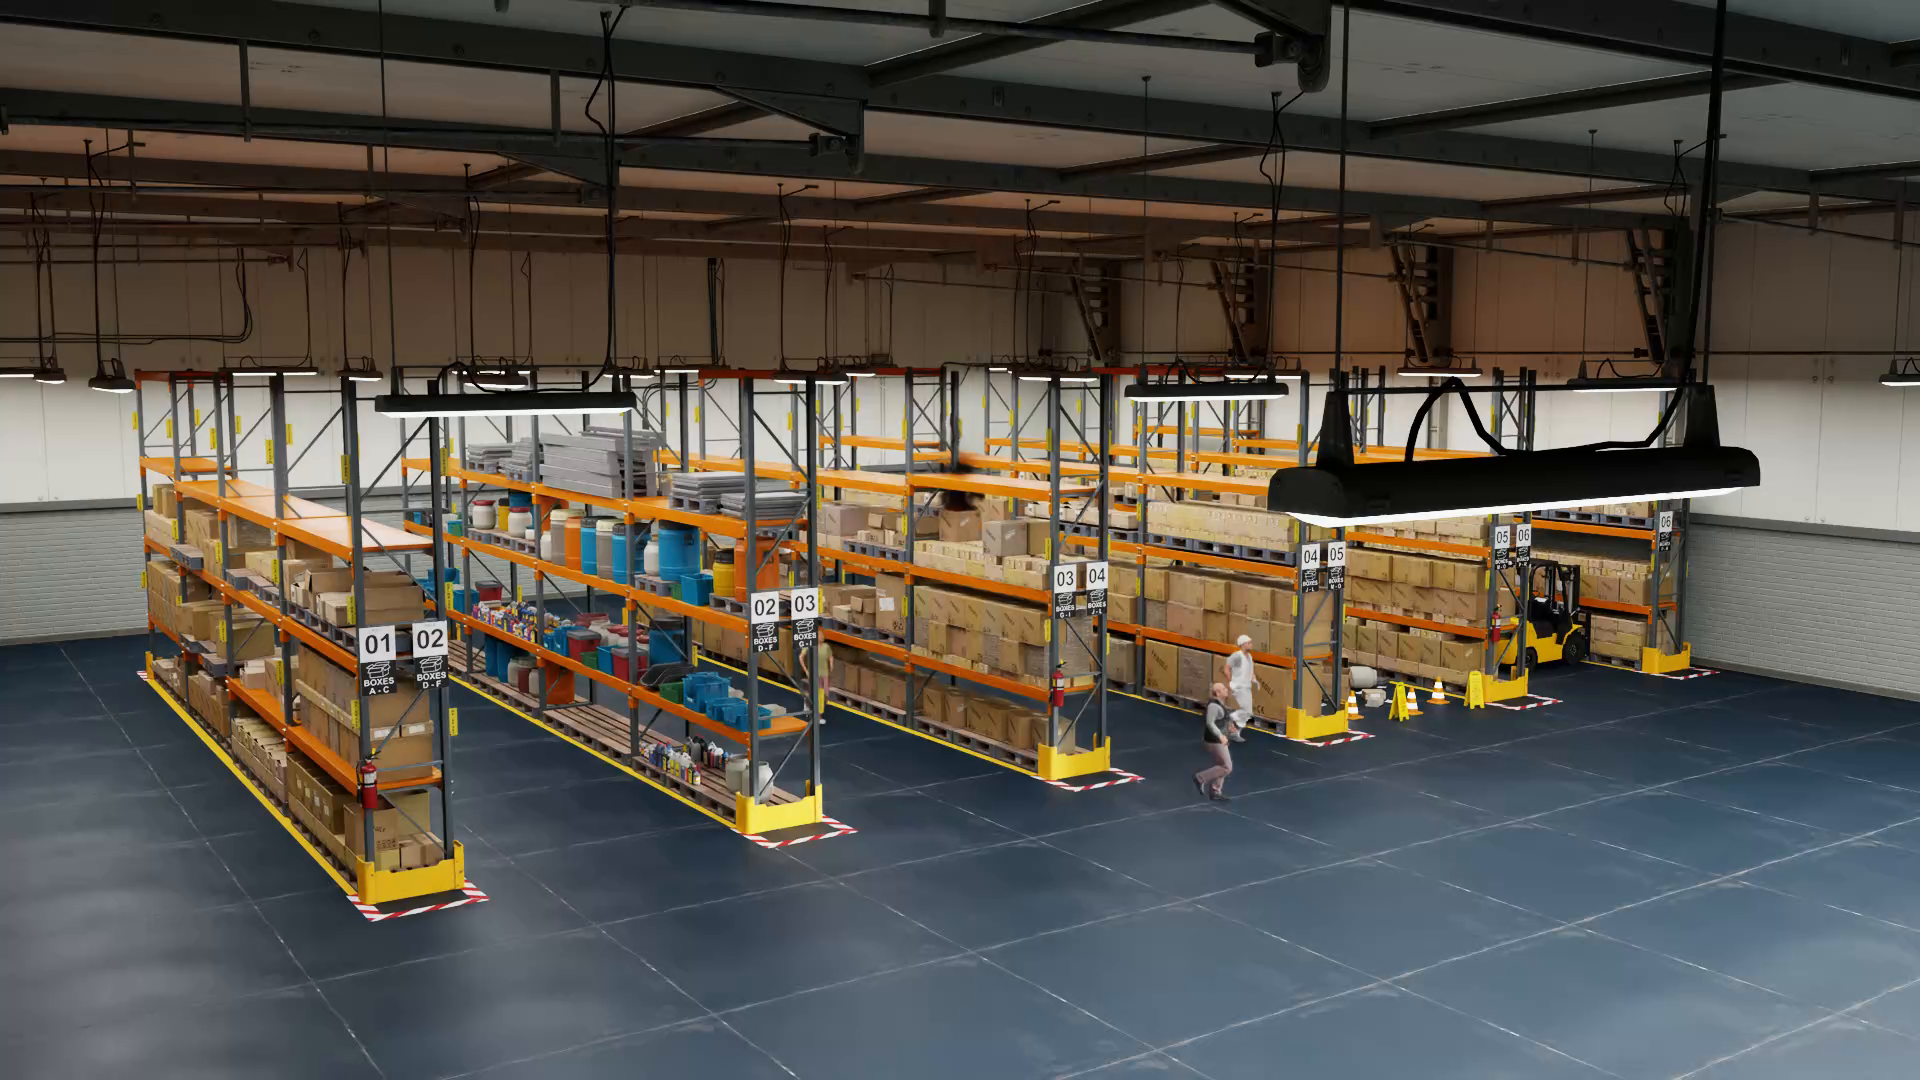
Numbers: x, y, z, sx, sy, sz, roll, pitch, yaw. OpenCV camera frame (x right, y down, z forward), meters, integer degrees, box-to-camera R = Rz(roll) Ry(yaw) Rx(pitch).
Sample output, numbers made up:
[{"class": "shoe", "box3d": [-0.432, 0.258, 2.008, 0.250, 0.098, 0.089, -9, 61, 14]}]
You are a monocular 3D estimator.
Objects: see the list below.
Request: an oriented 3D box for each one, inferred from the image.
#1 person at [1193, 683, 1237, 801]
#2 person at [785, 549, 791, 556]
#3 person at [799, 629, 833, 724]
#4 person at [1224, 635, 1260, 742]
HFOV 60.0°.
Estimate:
[{"class": "person", "box3d": [3.614, 2.850, 23.545, 0.631, 1.697, 0.657, 1, 6, 6]}, {"class": "person", "box3d": [-4.033, 1.057, 39.147, 0.700, 1.719, 0.622, -1, 7, -12]}, {"class": "person", "box3d": [-2.420, 2.325, 28.420, 0.608, 1.622, 0.557, -4, 8, -31]}, {"class": "person", "box3d": [4.605, 2.409, 27.160, 0.554, 1.722, 0.707, 5, 8, 35]}]
